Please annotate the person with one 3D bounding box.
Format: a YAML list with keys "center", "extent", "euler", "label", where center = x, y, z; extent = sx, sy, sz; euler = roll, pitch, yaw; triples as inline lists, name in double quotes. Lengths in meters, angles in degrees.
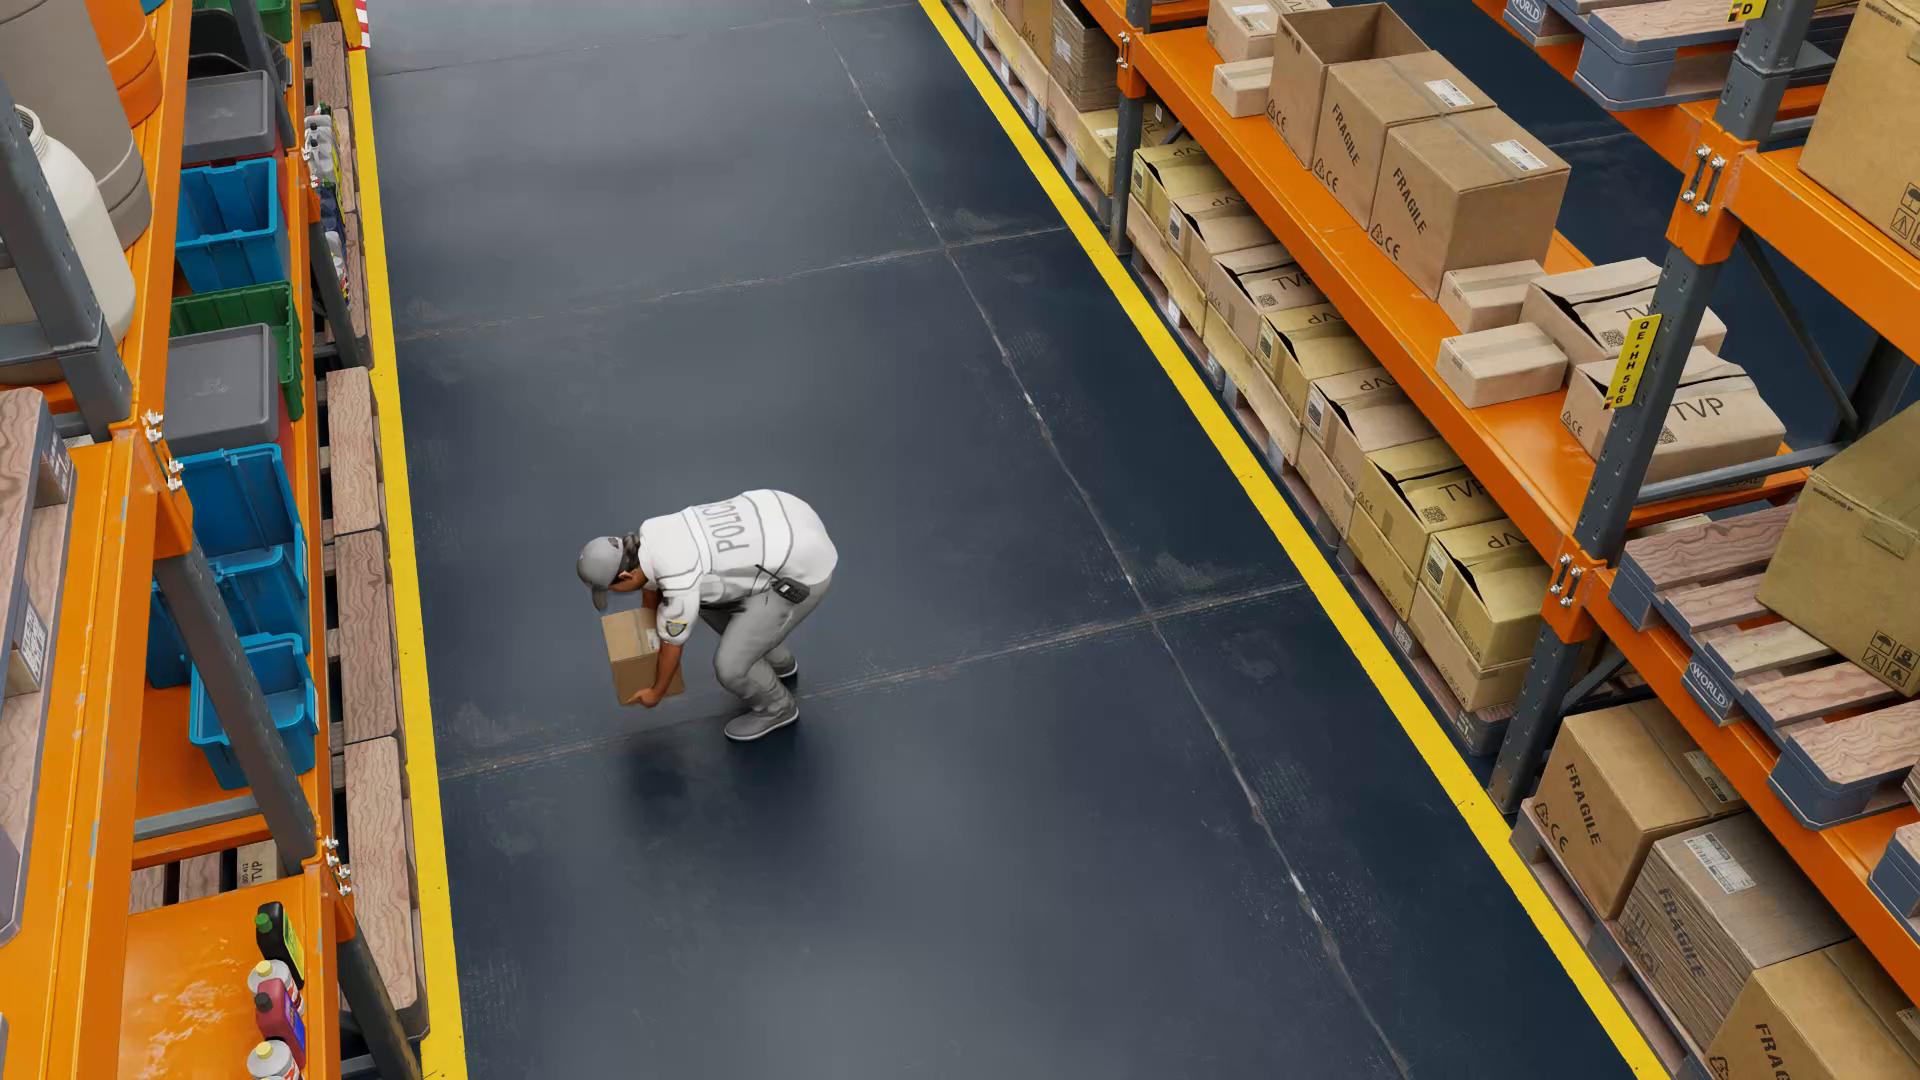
- center: [-0.925, 0.296, 6.295]
  extent: [0.934, 1.049, 0.496]
  euler: [-14, 44, -15]
  label: "person"
